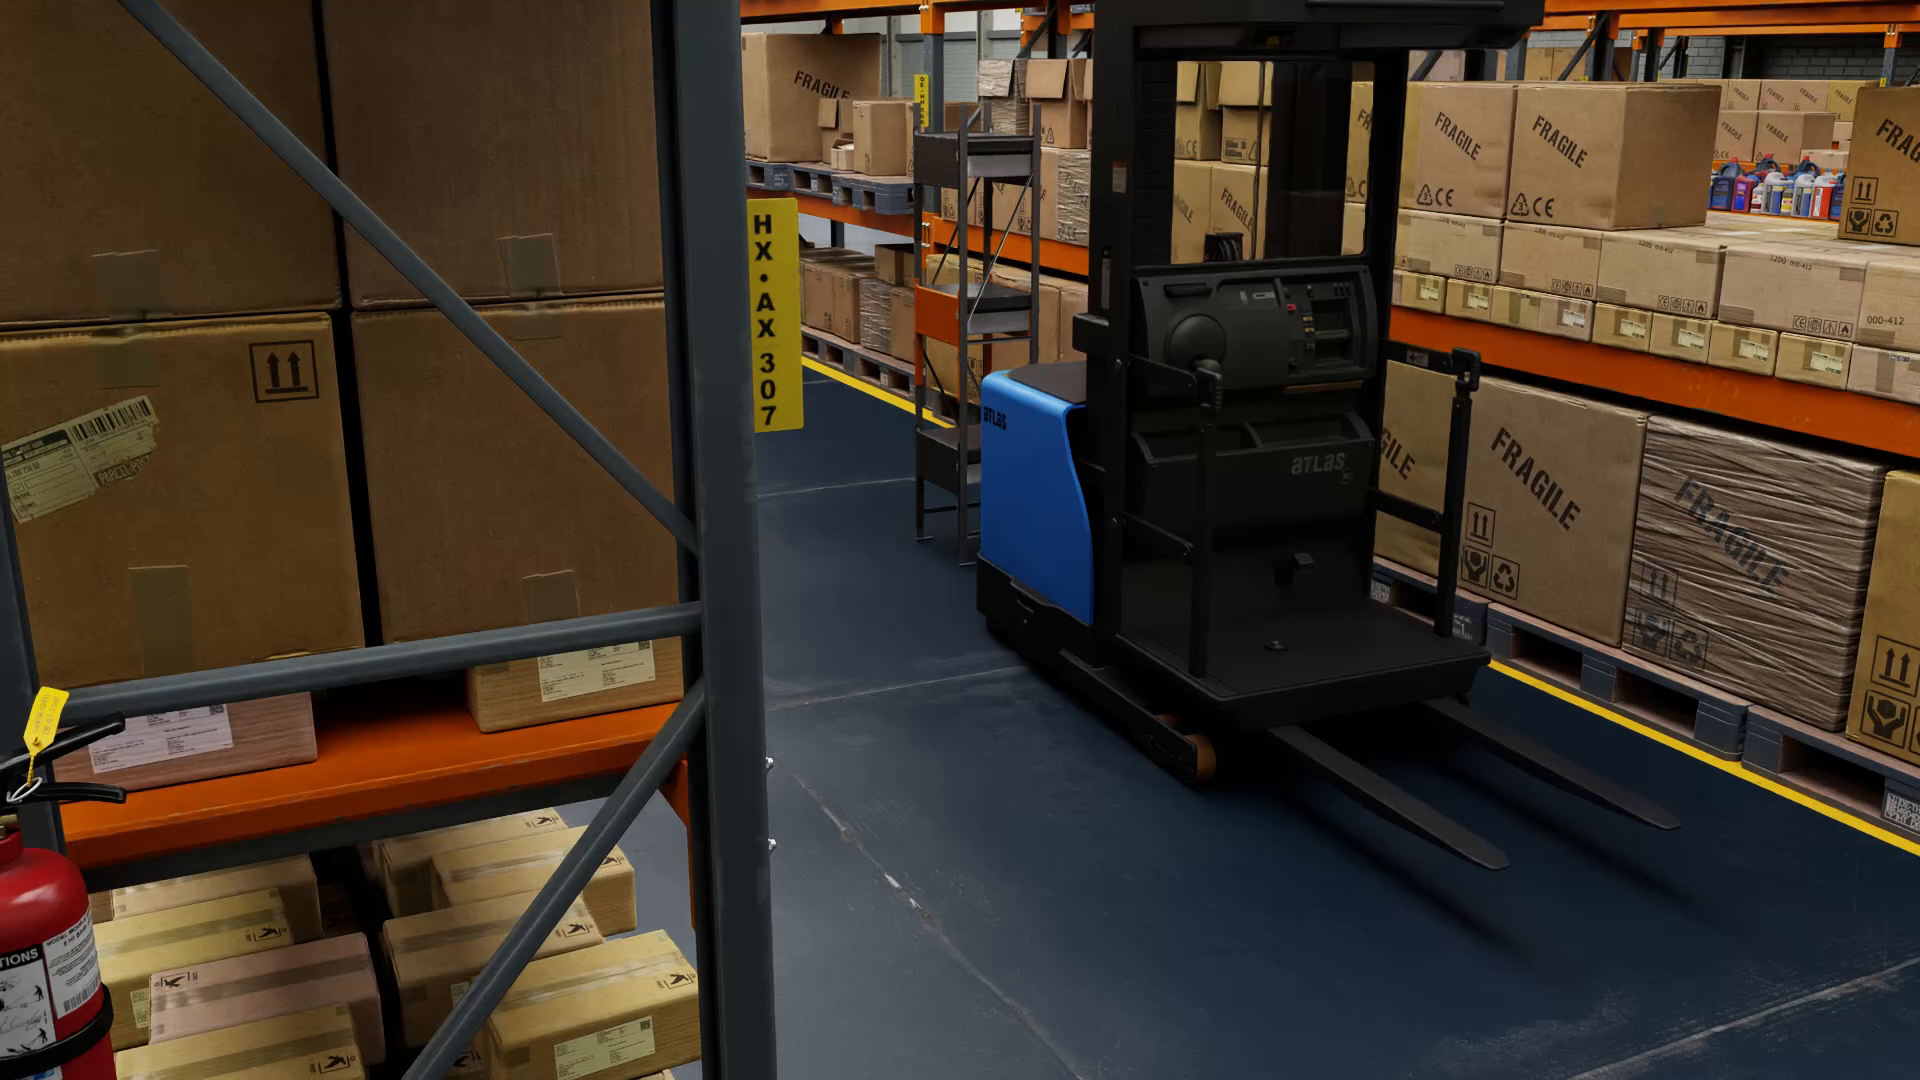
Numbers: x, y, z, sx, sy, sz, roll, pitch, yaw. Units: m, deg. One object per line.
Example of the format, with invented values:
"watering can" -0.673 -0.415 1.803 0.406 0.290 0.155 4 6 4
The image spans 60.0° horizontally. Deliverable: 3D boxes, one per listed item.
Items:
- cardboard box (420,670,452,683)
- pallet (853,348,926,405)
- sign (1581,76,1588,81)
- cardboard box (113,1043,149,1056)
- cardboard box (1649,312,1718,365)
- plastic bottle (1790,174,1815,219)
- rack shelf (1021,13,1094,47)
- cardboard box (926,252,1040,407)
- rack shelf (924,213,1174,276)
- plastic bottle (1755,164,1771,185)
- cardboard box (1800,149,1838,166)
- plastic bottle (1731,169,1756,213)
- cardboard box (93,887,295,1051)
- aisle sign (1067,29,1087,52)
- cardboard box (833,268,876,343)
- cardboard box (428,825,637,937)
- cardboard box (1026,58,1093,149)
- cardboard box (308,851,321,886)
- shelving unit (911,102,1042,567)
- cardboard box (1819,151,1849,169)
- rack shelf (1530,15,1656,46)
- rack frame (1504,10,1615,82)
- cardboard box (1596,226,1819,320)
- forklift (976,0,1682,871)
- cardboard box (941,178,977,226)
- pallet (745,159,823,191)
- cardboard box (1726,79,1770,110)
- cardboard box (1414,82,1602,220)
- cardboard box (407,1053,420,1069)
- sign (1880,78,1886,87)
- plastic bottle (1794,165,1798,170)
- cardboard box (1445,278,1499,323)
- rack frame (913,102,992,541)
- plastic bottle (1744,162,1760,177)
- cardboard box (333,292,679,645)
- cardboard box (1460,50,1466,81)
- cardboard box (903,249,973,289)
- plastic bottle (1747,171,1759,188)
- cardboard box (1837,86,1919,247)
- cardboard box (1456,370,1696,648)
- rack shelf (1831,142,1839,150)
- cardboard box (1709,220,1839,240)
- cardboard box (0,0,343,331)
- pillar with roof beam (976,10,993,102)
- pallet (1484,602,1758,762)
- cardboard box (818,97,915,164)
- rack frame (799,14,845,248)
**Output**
"cardboard box" -0.755 0.112 2.877 0.380 0.149 0.250 -7 17 -23
"pallet" -0.102 -1.242 12.196 1.003 0.211 1.213 -8 18 -25
"sign" 6.896 -4.963 18.395 0.100 0.325 0.005 -8 18 -25
"cardboard box" -1.476 0.970 3.300 0.380 0.149 0.250 -8 18 -27
"cardboard box" 2.623 -0.712 5.748 0.380 0.149 0.250 -7 18 -24
"plastic bottle" 5.541 -2.243 10.854 0.152 0.276 0.135 -8 18 -25
"rack shelf" 2.063 -5.571 18.091 1.077 0.370 4.000 -8 18 -25
"cardboard box" 0.523 -1.395 10.766 1.225 0.875 0.875 -9 18 -27
"rack shelf" 1.116 -1.547 9.507 1.077 0.370 4.000 -8 18 -25
"plastic bottle" 5.705 -2.535 11.860 0.061 0.283 0.133 -8 18 -25
"cardboard box" 8.537 -3.773 16.417 0.380 0.149 0.250 -6 17 -21
"plastic bottle" 5.297 -2.356 11.234 0.061 0.283 0.133 -8 18 -25
"cardboard box" -1.505 0.833 3.237 0.380 0.149 0.250 -8 18 -26
"aisle sign" 1.423 -6.274 19.962 0.394 0.787 0.004 -8 18 -25
"cardboard box" -0.581 -1.838 12.951 0.700 0.500 0.500 -6 17 -20
"cardboard box" -0.907 0.749 3.530 0.380 0.149 0.250 -8 18 -25
"cardboard box" 0.828 -2.574 9.781 0.797 0.503 0.637 -7 18 -24
"cardboard box" -1.852 0.848 4.265 0.380 0.149 0.250 -7 17 -23
"shelving unit" 0.073 -0.968 7.818 0.431 2.100 0.503 -8 18 -25
"cardboard box" 8.504 -3.653 15.999 0.380 0.149 0.250 -8 18 -25
"rack shelf" 6.518 -6.168 20.174 1.077 0.370 4.000 -8 18 -25
"rack frame" 4.692 -2.987 13.221 1.000 3.000 0.127 -8 18 -25
"cardboard box" 2.617 -0.944 5.836 0.500 0.250 0.500 -8 18 -25
"forklift" 1.118 -0.742 5.522 1.130 2.935 3.031 -7 17 -22
"cardboard box" 0.208 -2.283 10.587 0.500 0.500 0.500 -7 17 -23
"pallet" -1.309 -3.081 13.897 1.003 0.211 1.213 -8 18 -25
"cardboard box" 10.697 -5.932 22.360 0.500 0.500 0.500 -7 17 -23
"cardboard box" 2.181 -1.555 6.605 0.500 0.500 0.500 -8 18 -25
"cardboard box" -0.889 1.114 3.336 0.380 0.149 0.250 -8 18 -25
"sign" 11.361 -5.525 20.495 0.100 0.325 0.005 -8 18 -25
"plastic bottle" 5.893 -2.520 11.805 0.061 0.283 0.133 -8 18 -25
"cardboard box" 2.170 -0.967 6.638 0.380 0.149 0.250 -8 18 -26
"rack frame" -0.034 -1.029 8.029 0.400 2.100 0.015 -8 18 -25
"plastic bottle" 5.753 -2.599 12.080 0.061 0.283 0.133 -8 18 -25
"cardboard box" -0.707 -0.166 2.671 0.500 0.500 0.500 -7 17 -22
"cardboard box" 6.534 -5.731 20.249 0.700 0.500 0.500 -8 18 -25
"cardboard box" -0.081 -1.921 11.883 0.500 0.250 0.500 -7 17 -23
"plastic bottle" 5.360 -2.364 11.285 0.097 0.271 0.097 0 16 0
"cardboard box" 3.325 -1.239 5.505 0.500 0.500 0.500 -8 18 -26
"cardboard box" 2.603 -0.181 6.533 0.875 0.875 0.875 -8 18 -25
"rack shelf" 10.969 -5.326 22.677 1.077 0.370 4.000 -8 18 -25
"cardboard box" 3.093 -1.009 6.062 0.500 0.250 0.500 -8 18 -26
"cardboard box" -1.183 -0.586 2.320 0.500 0.500 0.500 -8 18 -26
"pillar with roof beam" -3.207 -14.413 42.162 9.100 9.000 0.400 -8 18 -25
"pallet" 2.793 0.445 6.319 1.003 0.211 1.213 -8 18 -25
"cardboard box" -0.670 -3.213 13.061 0.797 0.503 0.637 -6 17 -19
"rack frame" -1.513 -3.380 14.592 1.000 3.000 0.127 -8 18 -25
